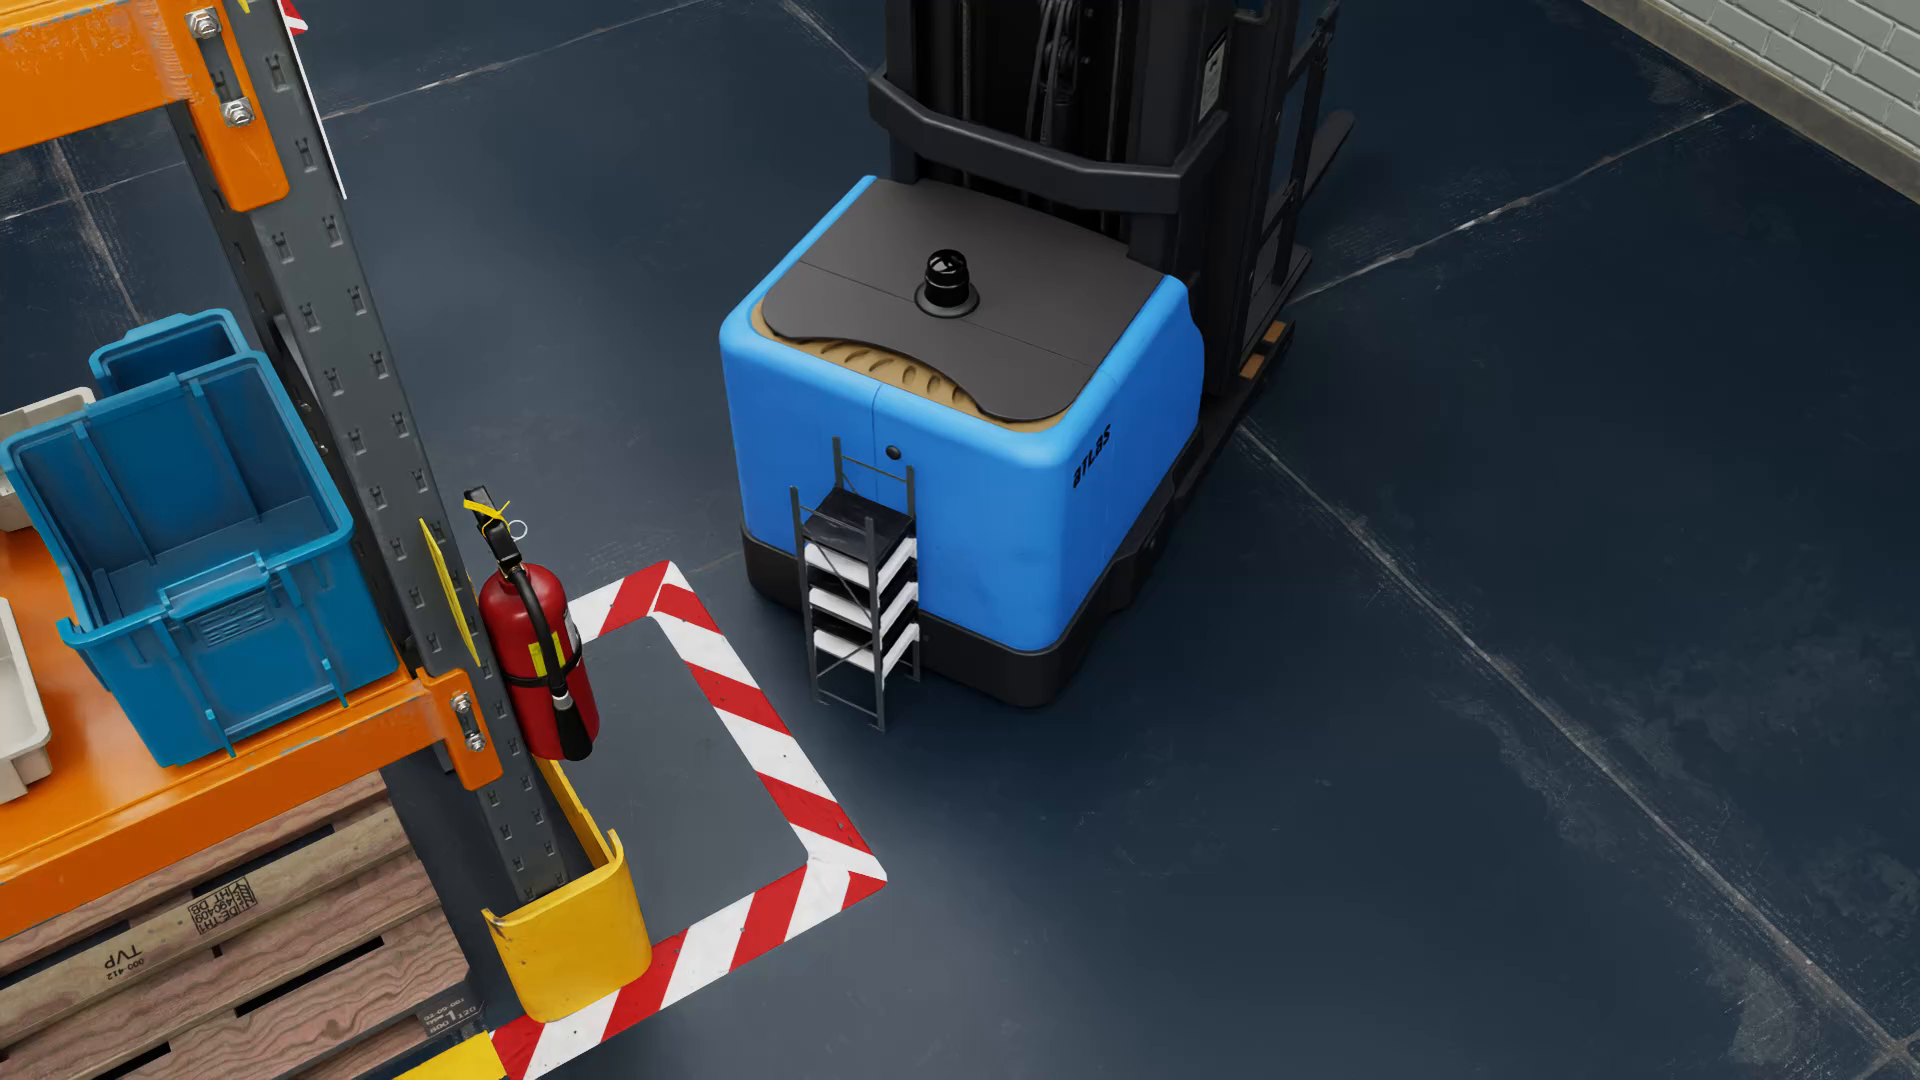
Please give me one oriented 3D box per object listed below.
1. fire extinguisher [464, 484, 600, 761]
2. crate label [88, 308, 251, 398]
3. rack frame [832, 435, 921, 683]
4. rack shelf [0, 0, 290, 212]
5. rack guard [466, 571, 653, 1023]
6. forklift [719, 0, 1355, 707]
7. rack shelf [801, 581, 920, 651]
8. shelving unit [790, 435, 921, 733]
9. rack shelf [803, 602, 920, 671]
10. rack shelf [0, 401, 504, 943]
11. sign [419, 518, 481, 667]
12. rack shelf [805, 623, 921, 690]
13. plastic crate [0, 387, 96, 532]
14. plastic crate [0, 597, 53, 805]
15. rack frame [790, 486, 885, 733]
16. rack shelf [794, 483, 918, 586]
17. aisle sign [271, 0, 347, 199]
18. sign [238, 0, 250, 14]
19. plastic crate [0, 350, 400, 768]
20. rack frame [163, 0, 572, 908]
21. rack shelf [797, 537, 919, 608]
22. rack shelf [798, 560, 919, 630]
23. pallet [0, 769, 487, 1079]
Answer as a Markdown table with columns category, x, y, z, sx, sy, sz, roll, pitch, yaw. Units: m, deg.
| category | x | y | z | sx | sy | sz | roll | pitch | yaw |
| --- | --- | --- | --- | --- | --- | --- | --- | --- | --- |
| fire extinguisher | -0.869 | 0.190 | 3.374 | 0.183 | 0.674 | 0.296 | -25 | 53 | -21 |
| crate label | -1.623 | -0.260 | 3.545 | 0.303 | 0.233 | 0.416 | -25 | 53 | -21 |
| rack frame | -0.222 | 0.074 | 4.581 | 0.240 | 0.900 | 0.006 | 22 | 52 | 19 |
| rack shelf | -2.930 | -0.148 | 1.846 | 4.000 | 0.370 | 1.077 | -25 | 53 | -21 |
| rack guard | -1.225 | 0.627 | 4.357 | 0.348 | 0.500 | 1.175 | -25 | 53 | -21 |
| forklift | 0.503 | -1.602 | 4.714 | 1.130 | 2.935 | 3.031 | 22 | 52 | 19 |
| rack shelf | -0.271 | 0.163 | 4.547 | 0.258 | 0.077 | 0.200 | 22 | 52 | 19 |
| shelving unit | -0.271 | 0.141 | 4.522 | 0.258 | 0.900 | 0.210 | 22 | 52 | 19 |
| rack shelf | -0.271 | 0.223 | 4.614 | 0.258 | 0.077 | 0.200 | 22 | 52 | 19 |
| rack shelf | -2.930 | 0.850 | 2.967 | 4.000 | 0.370 | 1.077 | -25 | 53 | -21 |
| sign | -0.932 | 0.100 | 3.043 | 0.005 | 0.325 | 0.100 | -25 | 53 | -21 |
| rack shelf | -0.271 | 0.283 | 4.681 | 0.258 | 0.077 | 0.200 | 22 | 52 | 19 |
| plastic crate | -1.939 | -0.153 | 3.514 | 0.298 | 0.136 | 0.250 | -25 | 53 | -21 |
| plastic crate | -1.832 | 0.320 | 3.092 | 0.243 | 0.136 | 0.396 | -25 | 53 | -21 |
| rack frame | -0.320 | 0.207 | 4.463 | 0.240 | 0.900 | 0.006 | 22 | 52 | 19 |
| rack shelf | -0.271 | -0.017 | 4.345 | 0.258 | 0.077 | 0.200 | 22 | 52 | 19 |
| aisle sign | -1.022 | -0.895 | 2.298 | 0.004 | 0.787 | 0.394 | -25 | 53 | -21 |
| sign | -0.932 | -0.808 | 2.023 | 0.005 | 0.325 | 0.100 | -25 | 53 | -21 |
| plastic crate | -1.422 | 0.033 | 3.148 | 0.499 | 0.435 | 0.616 | -25 | 53 | -21 |
| rack frame | -1.239 | -0.187 | 3.408 | 0.127 | 3.000 | 1.000 | -25 | 53 | -21 |
| rack shelf | -0.271 | 0.043 | 4.412 | 0.258 | 0.077 | 0.200 | 22 | 52 | 19 |
| rack shelf | -0.271 | 0.103 | 4.480 | 0.258 | 0.077 | 0.200 | 22 | 52 | 19 |
| pallet | -1.957 | 1.045 | 4.178 | 1.213 | 0.211 | 1.003 | -25 | 53 | -21 |
